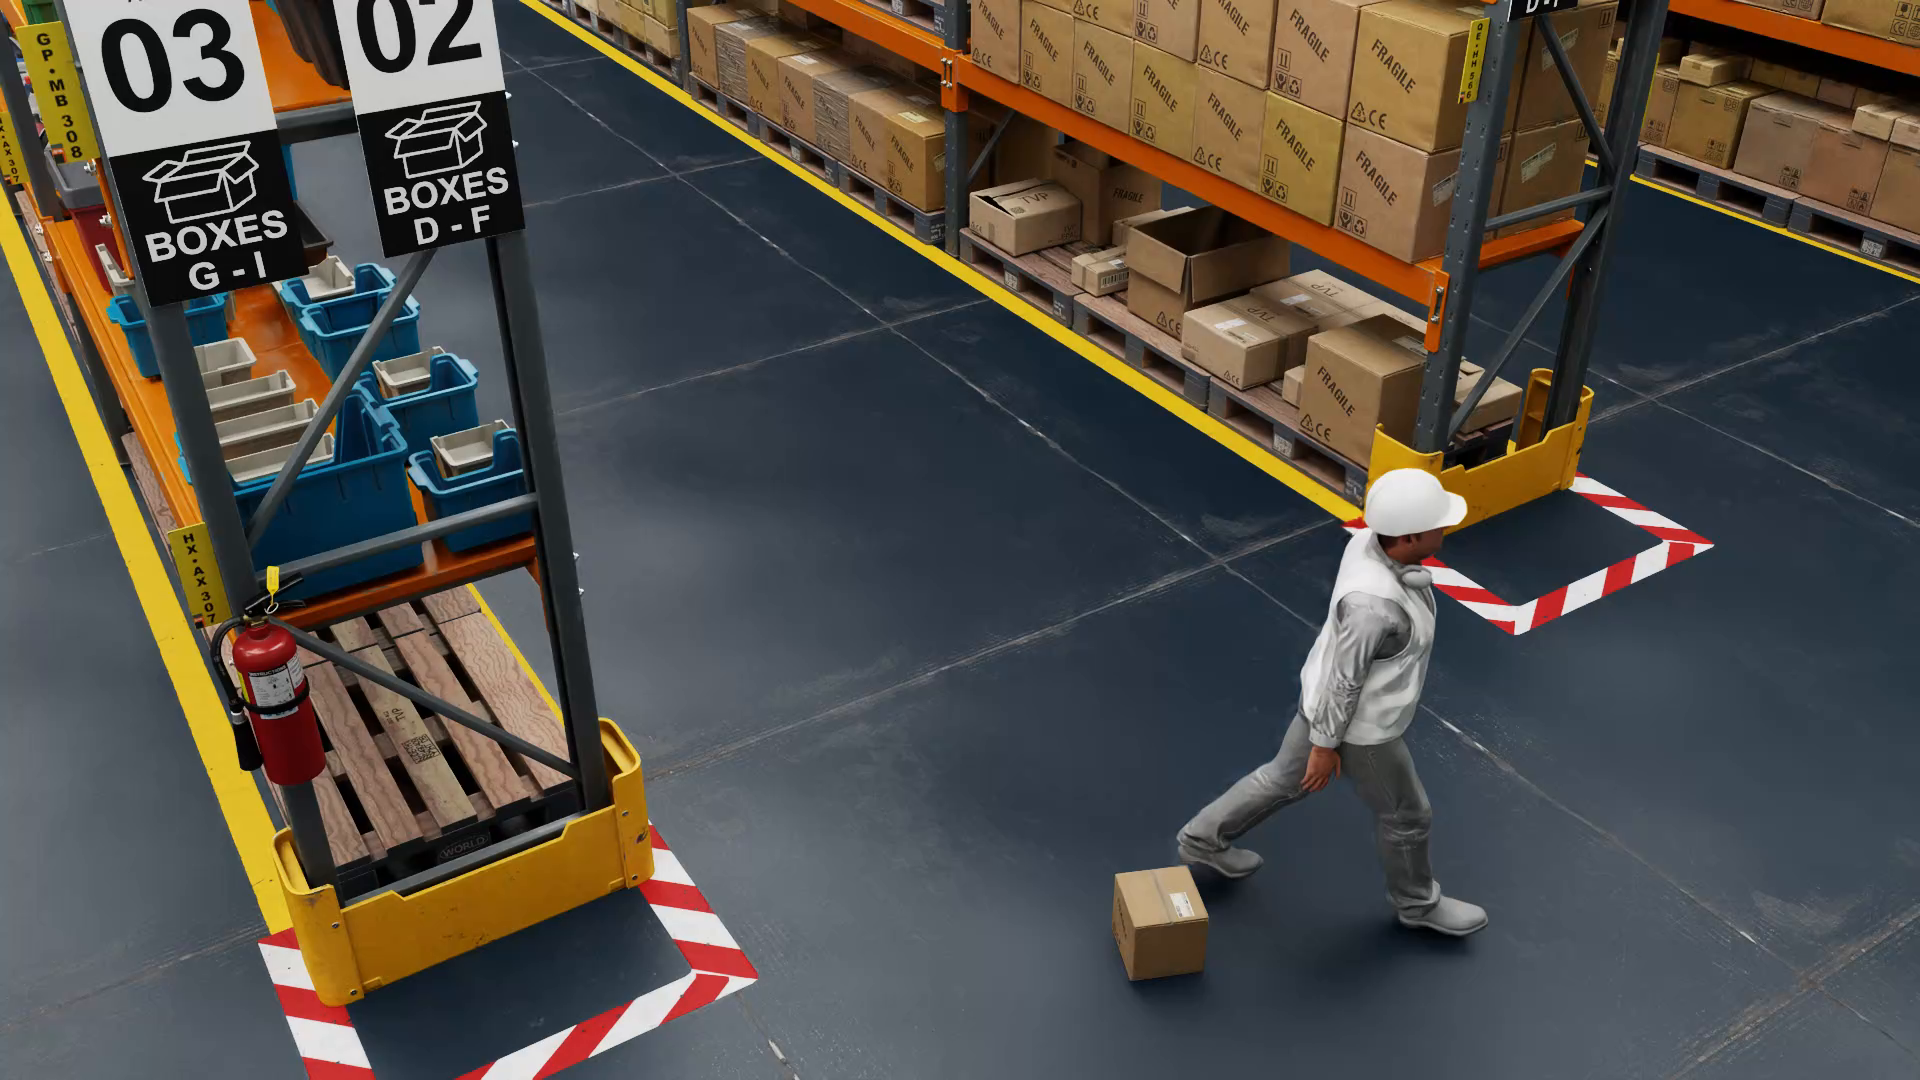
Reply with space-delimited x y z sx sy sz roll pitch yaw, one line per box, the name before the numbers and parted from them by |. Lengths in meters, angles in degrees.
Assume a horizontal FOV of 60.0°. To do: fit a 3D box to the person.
person | 1.272 0.508 5.334 1.055 1.727 0.559 5 33 7
